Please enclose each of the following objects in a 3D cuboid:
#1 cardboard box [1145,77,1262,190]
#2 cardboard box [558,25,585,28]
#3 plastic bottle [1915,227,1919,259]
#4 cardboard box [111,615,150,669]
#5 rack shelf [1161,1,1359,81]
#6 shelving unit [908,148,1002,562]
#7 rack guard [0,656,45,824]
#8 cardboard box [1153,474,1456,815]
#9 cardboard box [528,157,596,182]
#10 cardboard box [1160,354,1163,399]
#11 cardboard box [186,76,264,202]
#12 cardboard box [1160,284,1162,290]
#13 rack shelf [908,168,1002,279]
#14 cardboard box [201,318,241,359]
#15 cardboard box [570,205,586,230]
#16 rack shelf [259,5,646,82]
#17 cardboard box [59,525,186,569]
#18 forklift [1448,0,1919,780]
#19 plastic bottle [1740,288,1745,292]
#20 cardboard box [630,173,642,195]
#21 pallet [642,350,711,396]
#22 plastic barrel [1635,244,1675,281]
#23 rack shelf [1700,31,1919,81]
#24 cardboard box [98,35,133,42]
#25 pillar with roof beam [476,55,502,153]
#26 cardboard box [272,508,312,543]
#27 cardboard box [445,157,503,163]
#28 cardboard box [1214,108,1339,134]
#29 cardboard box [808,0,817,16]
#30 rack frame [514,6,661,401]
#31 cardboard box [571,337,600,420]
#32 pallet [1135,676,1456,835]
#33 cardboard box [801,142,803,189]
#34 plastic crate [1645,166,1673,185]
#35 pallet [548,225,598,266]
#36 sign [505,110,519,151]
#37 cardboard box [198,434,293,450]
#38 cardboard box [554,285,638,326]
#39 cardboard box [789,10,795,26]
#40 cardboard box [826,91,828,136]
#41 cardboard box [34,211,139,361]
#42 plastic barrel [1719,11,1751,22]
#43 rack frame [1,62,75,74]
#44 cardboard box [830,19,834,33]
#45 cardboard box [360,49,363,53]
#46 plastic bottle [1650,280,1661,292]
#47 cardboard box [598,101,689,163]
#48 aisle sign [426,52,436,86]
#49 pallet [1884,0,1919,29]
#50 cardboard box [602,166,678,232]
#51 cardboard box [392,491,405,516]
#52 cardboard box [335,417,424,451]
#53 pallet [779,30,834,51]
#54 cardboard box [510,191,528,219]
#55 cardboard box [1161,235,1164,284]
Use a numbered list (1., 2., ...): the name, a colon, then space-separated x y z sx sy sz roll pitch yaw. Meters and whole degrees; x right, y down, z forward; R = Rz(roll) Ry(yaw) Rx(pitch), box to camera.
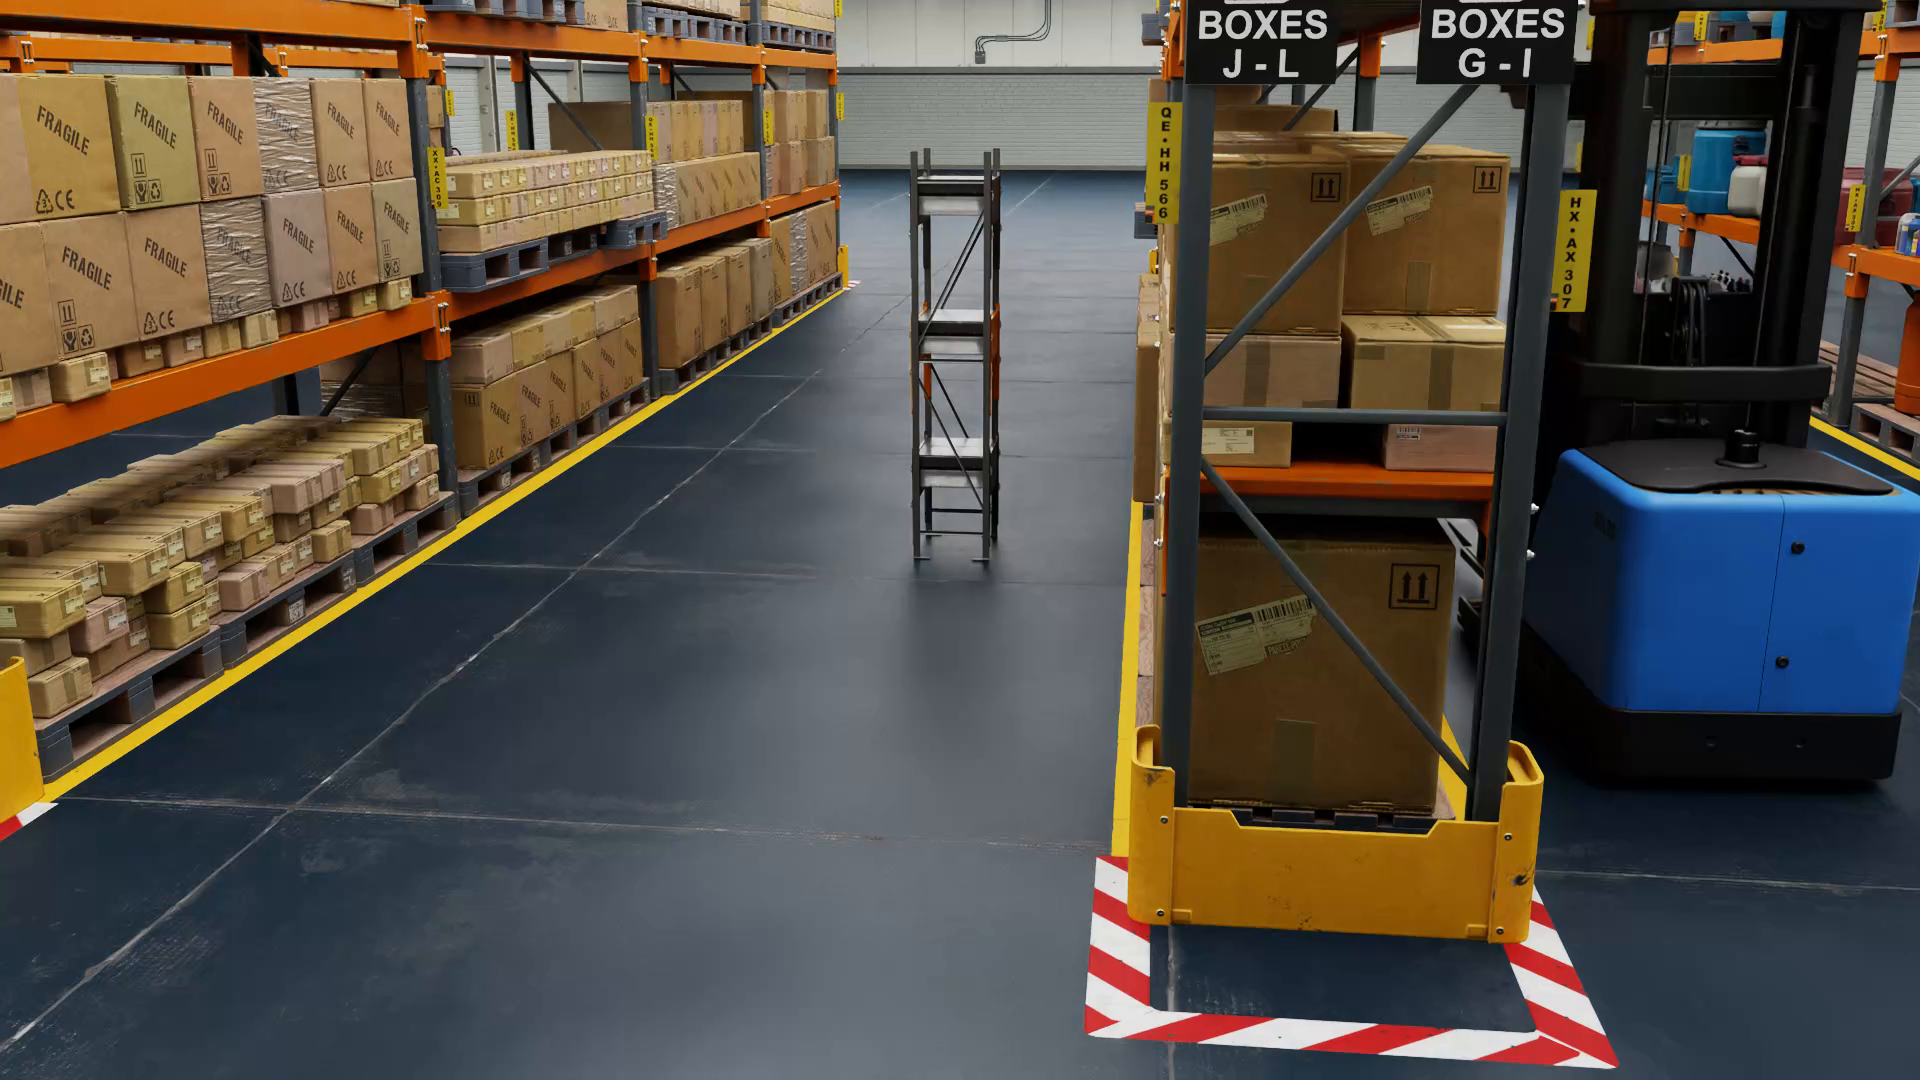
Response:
1. cardboard box: 2.226 -3.744 15.308 1.000 1.000 1.000 2 15 7
2. cardboard box: -2.830 -3.670 11.048 0.500 0.500 0.500 2 15 6
3. plastic bottle: 6.472 -2.027 11.137 0.061 0.283 0.133 2 15 6
4. cardboard box: -3.470 0.398 6.599 0.380 0.149 0.250 2 15 7
5. rack shelf: 1.777 -2.998 10.135 1.077 0.370 4.000 2 15 6
6. shelving unit: -0.019 -0.971 8.729 0.431 2.100 0.503 2 15 6
7. rack guard: -3.808 0.673 5.714 1.175 0.500 0.348 2 15 6
8. cardboard box: 1.093 0.313 5.523 0.875 0.875 0.875 2 15 6
9. cardboard box: -2.662 -2.481 11.129 0.380 0.149 0.250 2 15 9
10. cardboard box: 0.927 -0.587 6.068 0.380 0.149 0.250 1 15 5
11. cardboard box: -3.317 -1.694 7.005 0.500 0.500 0.500 1 15 4
12. cardboard box: 1.188 -1.191 8.300 0.380 0.149 0.250 2 15 6
13. rack shelf: -0.019 -1.633 8.550 0.431 0.518 0.480 2 15 6
14. cardboard box: -3.329 -0.873 7.125 0.380 0.149 0.250 2 15 8
15. cardboard box: -2.690 -2.125 10.952 0.380 0.149 0.250 1 15 4
16. rack shelf: -3.139 -3.171 10.773 1.077 0.370 4.000 2 15 6
17. cardboard box: -3.407 0.043 6.773 0.380 0.149 0.250 1 15 4
18. forklift: 2.829 -0.909 6.907 1.130 2.935 3.031 1 15 2
19. plastic bottle: 7.751 -2.366 16.528 0.061 0.283 0.133 2 15 6
20. cardboard box: -2.545 -2.603 12.148 0.380 0.149 0.250 2 15 8
21. pallet: -2.750 -1.445 14.101 1.003 0.211 1.213 2 15 6
22. plastic barrel: 7.772 -3.044 18.635 0.421 0.512 0.421 0 15 0
23. rack shelf: 7.150 -3.890 13.433 1.077 0.370 4.000 2 15 6
24. cardboard box: -7.700 -4.602 14.492 0.797 0.503 0.637 2 15 6
25. pillar with roof beam: -6.539 -12.212 37.085 9.100 9.000 0.400 2 15 6
26. cardboard box: -3.301 -0.092 7.843 0.380 0.149 0.250 1 15 4
27. cardboard box: -3.305 -2.502 11.206 0.380 0.149 0.250 2 15 8
28. cardboard box: 1.616 -2.077 8.984 0.797 0.503 0.637 1 15 5
29. cardboard box: -1.903 -6.039 18.722 0.500 0.250 0.500 2 15 6
30. rack frame: -2.914 -2.589 12.989 1.000 3.000 0.127 2 15 6
31. cardboard box: -2.834 -1.134 11.594 0.500 0.500 0.500 1 15 4
32. pallet: 1.113 0.795 5.817 1.003 0.211 1.213 2 15 6
33. cardboard box: -2.255 -4.215 18.715 0.875 0.550 0.500 2 15 6
34. plastic crate: 8.068 -4.135 18.992 0.499 0.251 0.616 2 15 6
35. pallet: -3.096 -1.981 11.110 1.003 0.211 1.213 2 15 6
36. sign: -3.466 -3.163 12.895 0.100 0.325 0.005 2 15 6
37. cardboard box: -3.679 -0.445 8.578 0.380 0.149 0.250 1 15 5
38. cardboard box: -2.730 -1.762 12.478 0.500 0.250 0.500 1 15 5
39. cardboard box: -1.971 -5.552 17.687 0.380 0.149 0.250 1 15 5
40. cardboard box: -2.091 -5.162 20.150 0.875 0.550 0.550 2 15 6
41. cardboard box: -3.456 -0.953 6.180 0.500 0.500 0.500 2 15 6
42. plastic barrel: 7.595 -5.456 16.080 0.600 0.901 0.708 2 15 6
43. rack frame: -11.873 -4.928 21.641 1.000 3.000 0.127 2 15 6
44. cardboard box: -1.712 -6.145 19.879 0.380 0.149 0.250 2 15 6
45. cardboard box: -6.938 -5.547 18.663 0.380 0.149 0.250 2 15 7
46. plastic bottle: 7.243 -2.556 17.245 0.152 0.276 0.135 2 15 7
47. cardboard box: -2.742 -3.500 14.252 0.700 0.500 0.500 1 15 5
48. aisle sign: -6.646 -6.045 20.793 0.394 0.787 0.004 2 15 6
49. pallet: 6.741 -3.432 10.722 1.003 0.211 1.213 2 15 6
50. cardboard box: -2.595 -2.745 13.377 0.500 0.500 0.500 2 15 7
51. cardboard box: -3.183 -0.201 8.816 0.380 0.149 0.250 2 15 8
52. cardboard box: -3.147 -0.565 9.022 0.380 0.149 0.250 2 15 8
53. pallet: -2.084 -5.876 19.569 1.003 0.211 1.213 2 15 6
54. cardboard box: -2.808 -1.999 9.915 0.380 0.149 0.250 2 15 8
55. cardboard box: 1.239 -1.336 8.073 0.500 0.250 0.500 1 15 5
